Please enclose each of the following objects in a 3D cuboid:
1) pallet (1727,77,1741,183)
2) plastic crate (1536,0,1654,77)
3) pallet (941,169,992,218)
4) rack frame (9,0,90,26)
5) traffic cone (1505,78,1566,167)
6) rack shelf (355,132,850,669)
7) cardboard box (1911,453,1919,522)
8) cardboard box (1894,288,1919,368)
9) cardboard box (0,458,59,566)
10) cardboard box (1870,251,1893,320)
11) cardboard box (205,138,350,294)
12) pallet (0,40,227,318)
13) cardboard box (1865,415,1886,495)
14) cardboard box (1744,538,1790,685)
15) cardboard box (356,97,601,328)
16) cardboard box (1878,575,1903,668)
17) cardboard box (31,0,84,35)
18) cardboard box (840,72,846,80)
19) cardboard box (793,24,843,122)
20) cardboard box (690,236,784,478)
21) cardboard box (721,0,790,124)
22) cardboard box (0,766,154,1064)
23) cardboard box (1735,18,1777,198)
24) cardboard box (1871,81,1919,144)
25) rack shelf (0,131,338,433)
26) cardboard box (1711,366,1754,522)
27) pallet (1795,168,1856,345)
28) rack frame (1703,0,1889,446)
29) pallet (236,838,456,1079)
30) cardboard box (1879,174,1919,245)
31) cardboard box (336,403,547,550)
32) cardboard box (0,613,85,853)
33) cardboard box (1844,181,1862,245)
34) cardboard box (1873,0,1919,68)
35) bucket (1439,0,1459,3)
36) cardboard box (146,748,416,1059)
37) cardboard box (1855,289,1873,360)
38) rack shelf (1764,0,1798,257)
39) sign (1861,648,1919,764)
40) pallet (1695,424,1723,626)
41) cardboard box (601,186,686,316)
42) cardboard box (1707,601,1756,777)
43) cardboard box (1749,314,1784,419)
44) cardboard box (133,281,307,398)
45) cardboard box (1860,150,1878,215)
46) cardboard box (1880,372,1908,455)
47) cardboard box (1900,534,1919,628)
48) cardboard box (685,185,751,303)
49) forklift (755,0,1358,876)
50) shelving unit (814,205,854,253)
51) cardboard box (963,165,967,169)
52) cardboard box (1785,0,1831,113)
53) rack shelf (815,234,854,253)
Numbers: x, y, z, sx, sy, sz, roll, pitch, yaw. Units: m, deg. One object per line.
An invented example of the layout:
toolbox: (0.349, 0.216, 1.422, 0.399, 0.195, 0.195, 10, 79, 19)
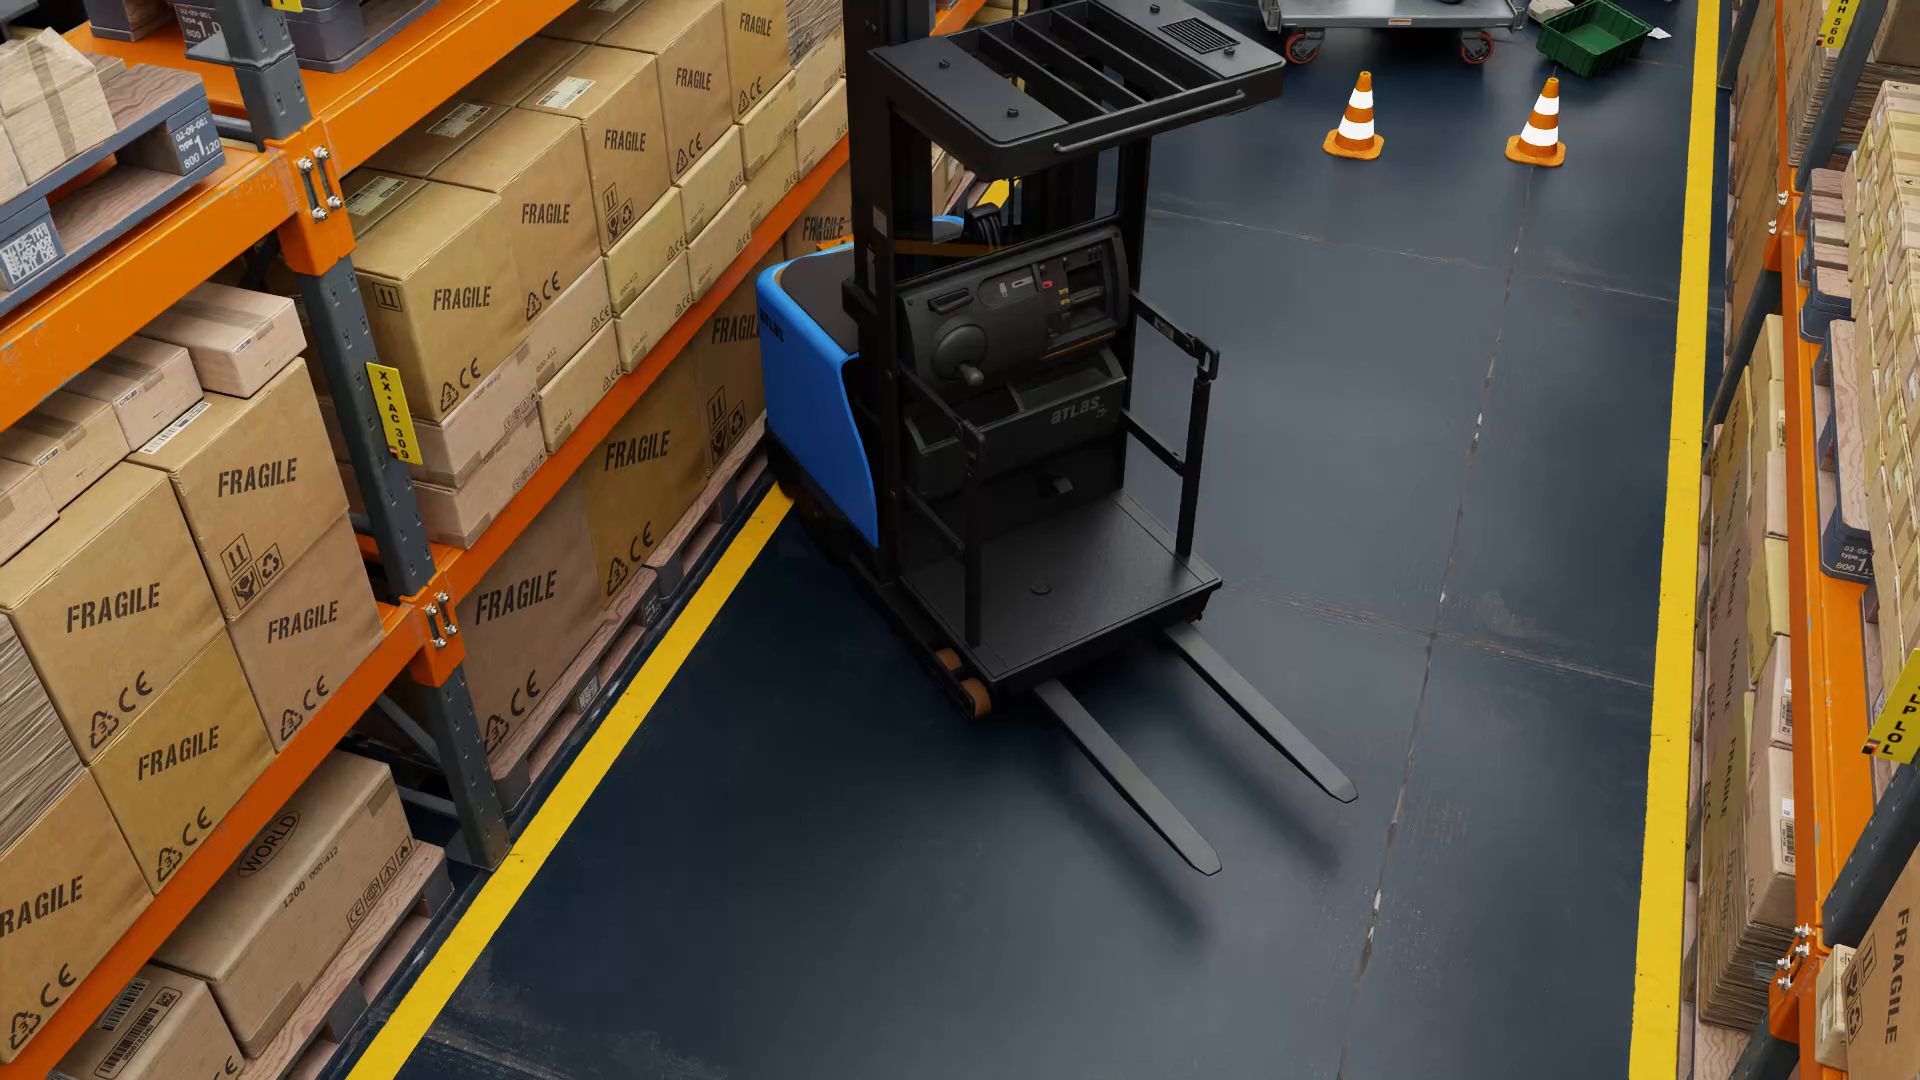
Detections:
pallet: (5.137, -2.405, 9.906, 1.003, 0.211, 1.213, 13, 42, 15)
plastic crate: (4.158, -3.302, 10.932, 0.662, 0.188, 0.450, -29, 58, -29)
pallet: (-0.456, -1.966, 9.392, 1.003, 0.211, 1.213, 13, 42, 15)
rack frame: (-5.390, -3.650, 9.217, 1.000, 3.000, 0.127, 13, 42, 15)
traffic cone: (3.452, -2.505, 9.830, 0.336, 0.463, 0.334, 13, 42, 15)
rack shelf: (-1.408, -1.057, 6.732, 1.077, 0.370, 4.000, 13, 42, 15)
cardboard box: (2.819, -0.134, 4.508, 0.380, 0.149, 0.250, 13, 42, 15)
cardboard box: (3.085, -0.612, 5.068, 0.380, 0.149, 0.250, 13, 42, 14)
cardboard box: (-2.255, -0.073, 3.677, 0.380, 0.149, 0.250, 13, 42, 15)
cardboard box: (3.257, -0.806, 5.524, 0.380, 0.149, 0.250, 13, 42, 15)
cardboard box: (-2.175, -0.858, 5.097, 0.500, 0.500, 0.500, 15, 43, 16)
pallet: (-2.382, -0.722, 3.542, 1.003, 0.211, 1.213, 13, 42, 15)
cardboard box: (2.986, -0.220, 5.066, 0.380, 0.149, 0.250, 15, 43, 17)
cardboard box: (2.967, 0.286, 5.629, 0.500, 0.250, 0.500, 12, 42, 13)
cardboard box: (-1.524, -1.050, 5.323, 0.500, 0.500, 0.500, 13, 42, 15)
cardboard box: (2.719, 0.266, 4.498, 0.380, 0.149, 0.250, 13, 42, 15)
cardboard box: (-5.164, -3.284, 10.294, 0.875, 0.625, 0.625, 15, 43, 16)
cardboard box: (-0.653, -2.127, 7.548, 0.500, 0.250, 0.500, 12, 42, 14)
cardboard box: (-0.823, -2.018, 7.035, 0.500, 0.250, 0.500, 12, 42, 14)
cardboard box: (-1.347, -0.956, 7.373, 0.875, 0.875, 0.875, 14, 42, 16)
cardboard box: (-0.999, -1.979, 6.412, 0.500, 0.500, 0.500, 13, 42, 15)
cardboard box: (-2.339, 0.816, 3.906, 0.500, 0.500, 0.500, 13, 42, 14)
cardboard box: (4.869, -2.271, 9.011, 1.050, 0.750, 0.750, 13, 42, 15)
cardboard box: (3.620, -1.563, 6.182, 0.380, 0.149, 0.250, 13, 42, 15)
rack shelf: (-2.776, 0.241, 2.899, 1.077, 0.370, 4.000, 13, 42, 15)
cardboard box: (3.480, -0.348, 6.949, 0.500, 0.500, 0.500, 12, 42, 13)
pallet: (3.818, -0.982, 6.238, 1.213, 0.211, 1.003, 13, 42, 15)
rack frame: (3.962, -1.514, 6.713, 1.000, 3.000, 0.127, 13, 42, 15)
pallet: (-2.426, 1.396, 5.451, 1.003, 0.211, 1.213, 13, 42, 15)
cardboard box: (3.353, -1.091, 5.629, 0.380, 0.149, 0.250, 12, 42, 13)
cardboard box: (-1.694, -0.264, 5.363, 0.500, 0.250, 0.500, 12, 42, 14)
cardboard box: (-2.340, 0.440, 3.576, 0.500, 0.500, 0.500, 14, 42, 16)
cardboard box: (3.527, -1.186, 6.199, 0.380, 0.149, 0.250, 15, 43, 17)
cardboard box: (4.125, -2.204, 6.674, 0.700, 0.500, 0.500, 13, 42, 15)
bucket: (3.210, -3.881, 10.839, 0.726, 0.611, 0.620, 29, 58, 29)
cardboard box: (-2.408, 1.063, 5.343, 0.875, 0.438, 0.875, 13, 42, 14)
cardboard box: (3.256, -0.694, 5.622, 0.380, 0.149, 0.250, 15, 43, 16)
rack shelf: (4.646, -2.460, 8.376, 1.077, 0.370, 4.000, 13, 42, 15)
sign: (2.071, 0.365, 3.619, 0.100, 0.325, 0.005, 13, 42, 15)
pallet: (3.693, 0.024, 7.060, 1.003, 0.211, 1.213, 13, 42, 15)
cardboard box: (-1.327, -1.076, 5.930, 0.500, 0.250, 0.500, 14, 42, 16)
cardboard box: (2.966, 0.585, 5.855, 0.500, 0.500, 0.500, 12, 42, 14)
cardboard box: (3.499, -0.641, 6.715, 0.500, 0.250, 0.500, 11, 42, 13)
cardboard box: (-1.898, -0.518, 4.198, 0.380, 0.149, 0.250, 12, 42, 14)
cardboard box: (3.517, -1.275, 6.074, 0.380, 0.149, 0.250, 15, 43, 17)
cardboard box: (2.992, -0.343, 4.981, 0.380, 0.149, 0.250, 13, 42, 15)
cardboard box: (2.721, 0.151, 4.403, 0.380, 0.149, 0.250, 15, 43, 17)
cardboard box: (-1.148, -1.191, 6.451, 0.500, 0.250, 0.500, 13, 42, 14)
forklift: (0.328, -0.768, 5.891, 1.130, 2.935, 3.031, -22, 45, -23)
shelving unit: (-0.490, -0.987, 7.598, 0.215, 1.050, 0.252, -22, 45, -24)
cardboard box: (-0.277, -2.505, 9.576, 0.950, 0.372, 0.625, 13, 42, 14)
cardboard box: (4.035, -2.190, 7.429, 0.500, 0.500, 0.500, 13, 42, 15)
rack shelf: (-0.490, -1.195, 7.421, 0.215, 0.259, 0.240, -22, 45, -24)
